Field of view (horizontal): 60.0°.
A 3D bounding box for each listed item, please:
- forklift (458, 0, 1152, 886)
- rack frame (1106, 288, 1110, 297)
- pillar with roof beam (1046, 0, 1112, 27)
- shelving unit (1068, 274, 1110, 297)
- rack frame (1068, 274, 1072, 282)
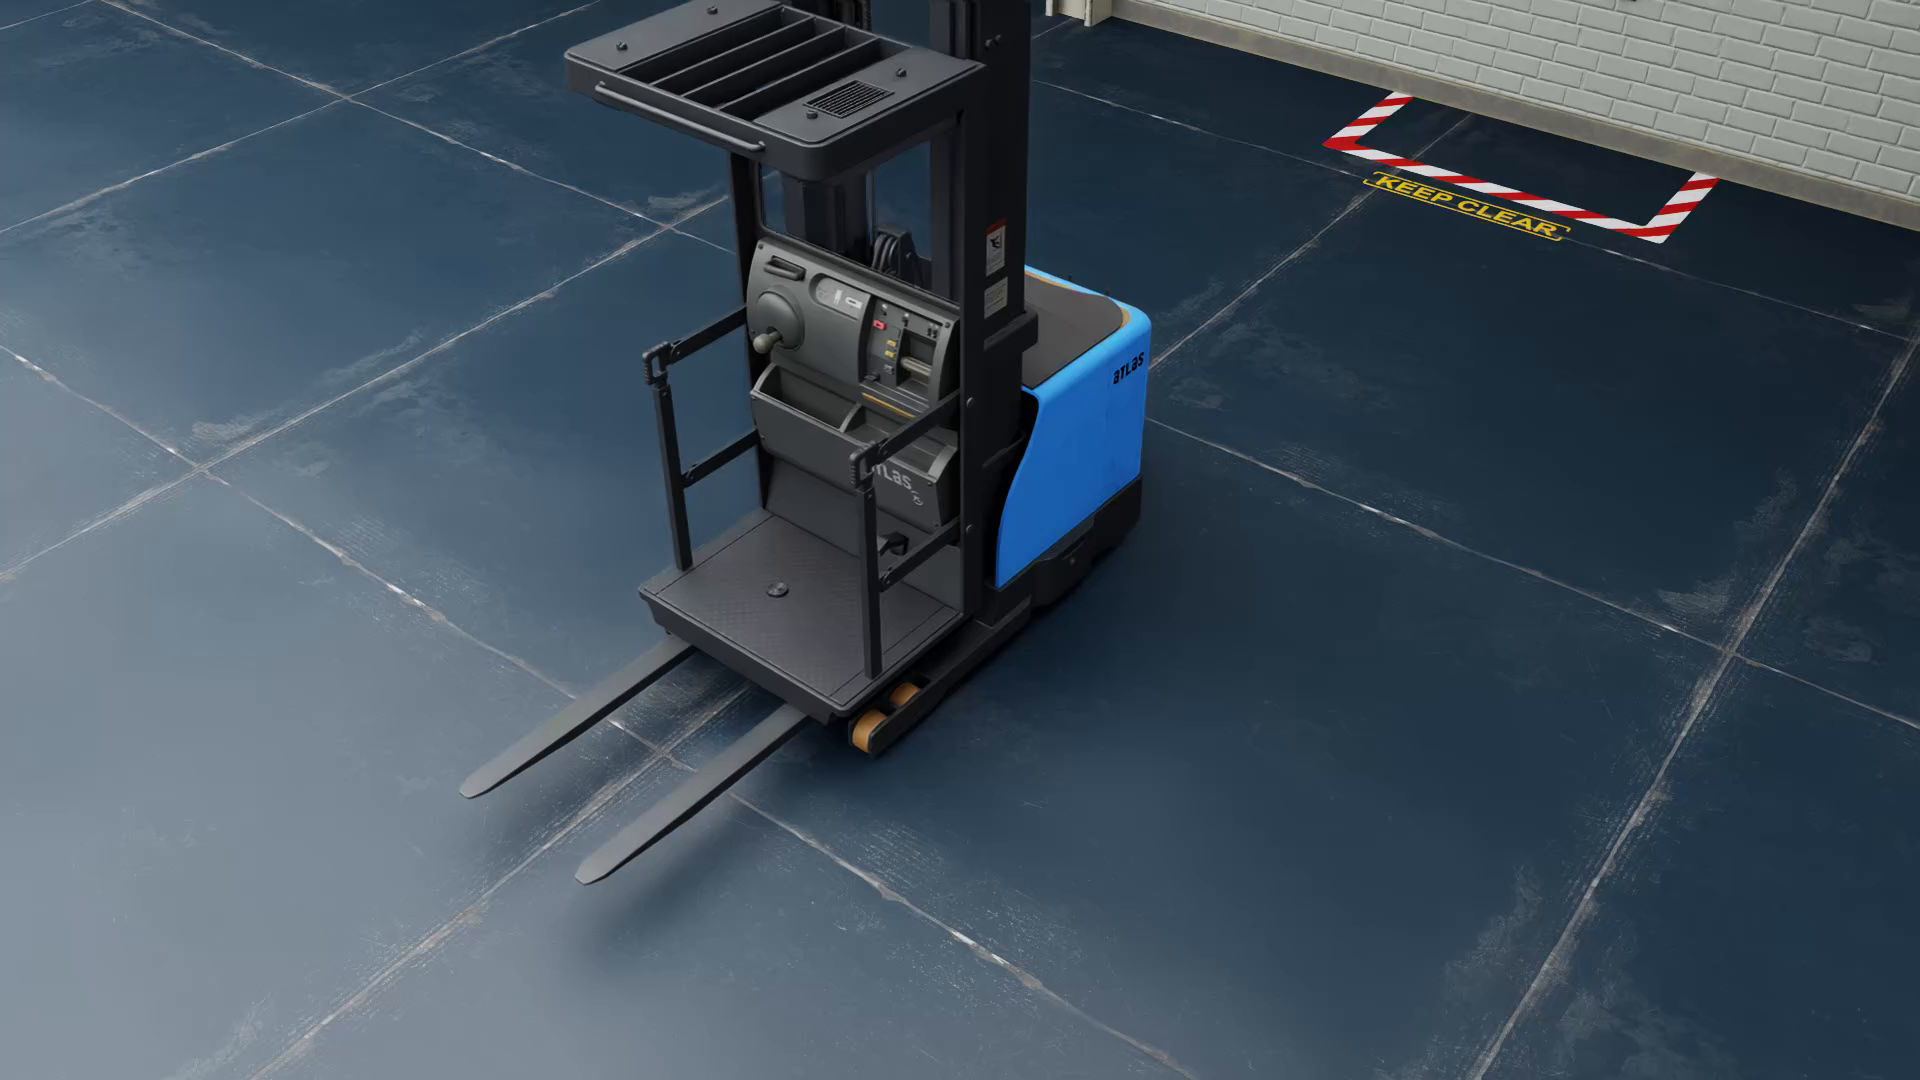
[{"bbox_3d":[-0.532,-0.702,5.768,1.130,2.935,3.031,27,45,30],"label":"forklift"},{"bbox_3d":[0.567,-0.673,7.379,0.006,0.900,0.240,27,45,30],"label":"rack frame"},{"bbox_3d":[-1.742,-5.278,6.691,0.400,9.000,9.100,25,45,29],"label":"pillar with roof beam"},{"bbox_3d":[0.489,-0.713,7.429,0.210,0.900,0.258,27,45,30],"label":"shelving unit"},{"bbox_3d":[0.410,-0.752,7.480,0.006,0.900,0.240,27,45,30],"label":"rack frame"}]
